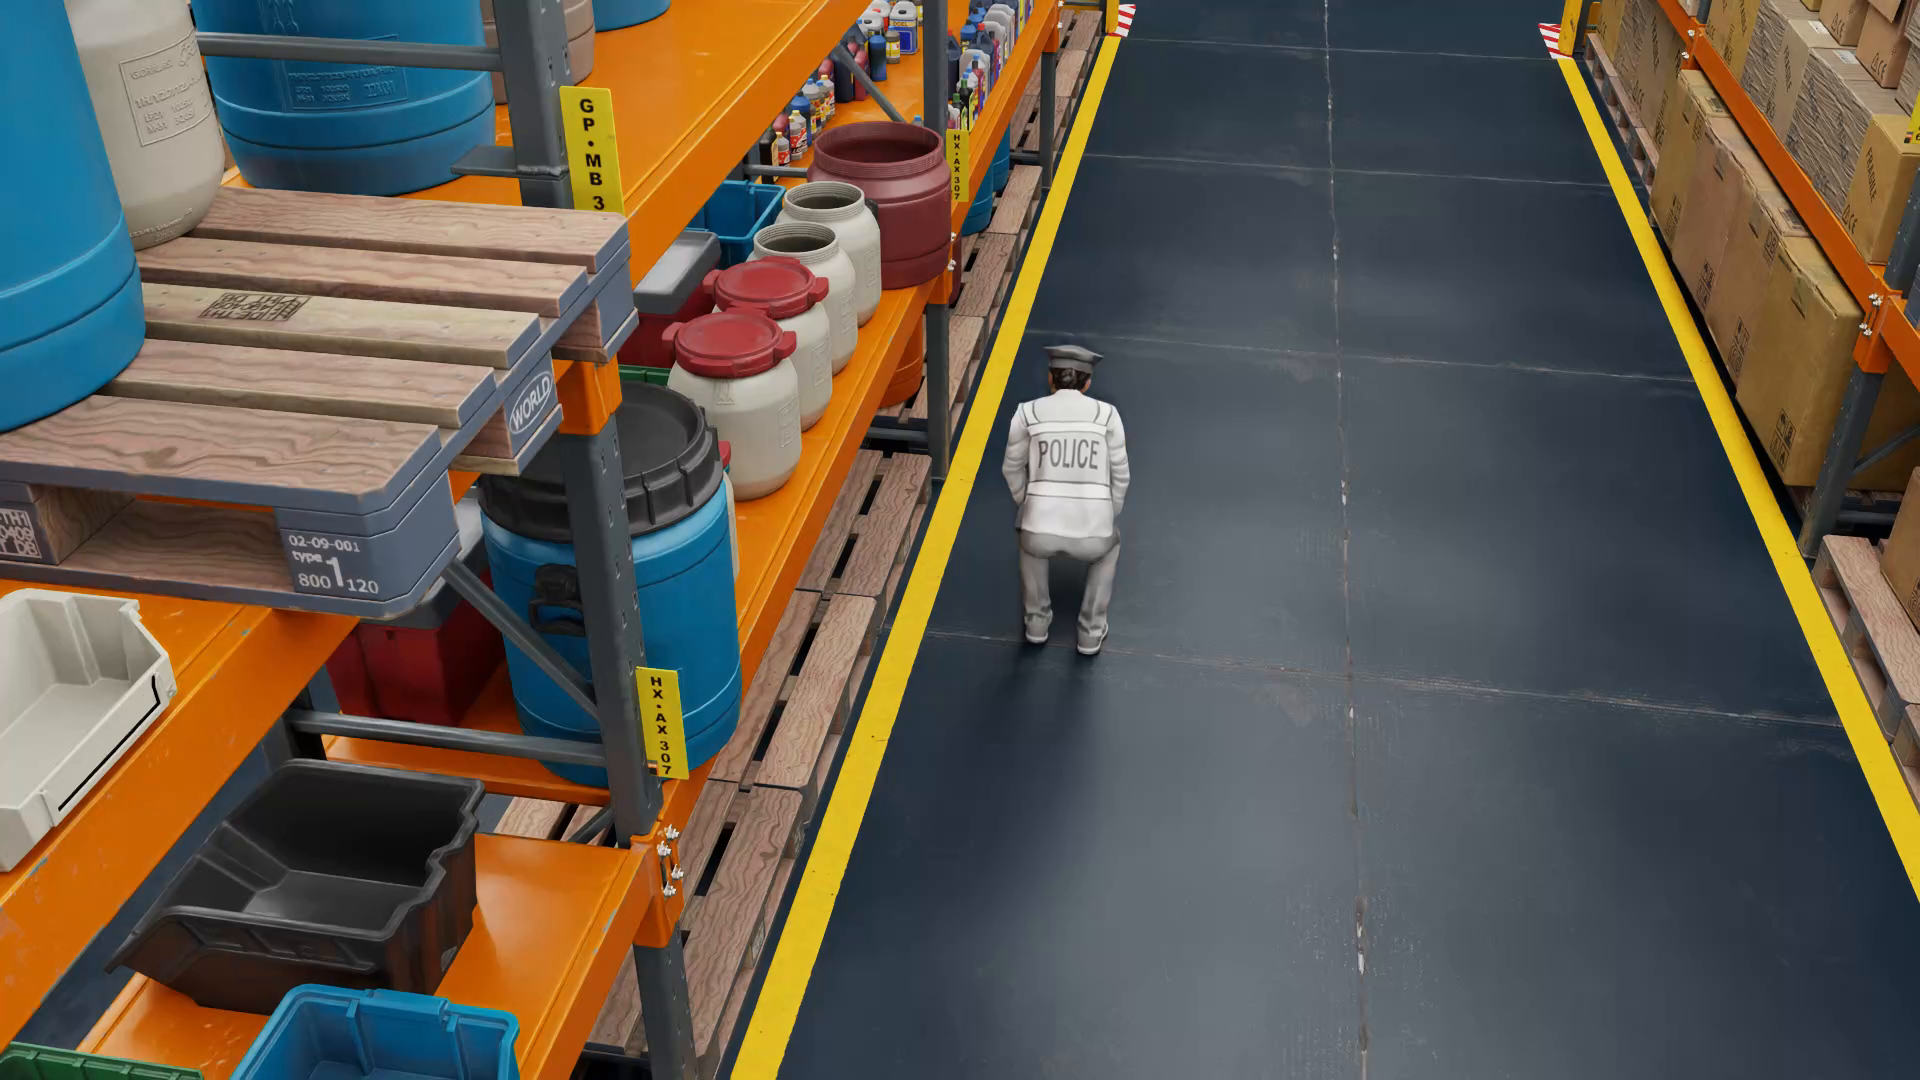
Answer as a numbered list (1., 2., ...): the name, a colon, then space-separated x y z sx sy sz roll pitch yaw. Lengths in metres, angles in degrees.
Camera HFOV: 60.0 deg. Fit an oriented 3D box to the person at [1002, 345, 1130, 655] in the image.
1. person: 0.417 -0.153 6.802 0.527 1.213 0.780 5 33 8
